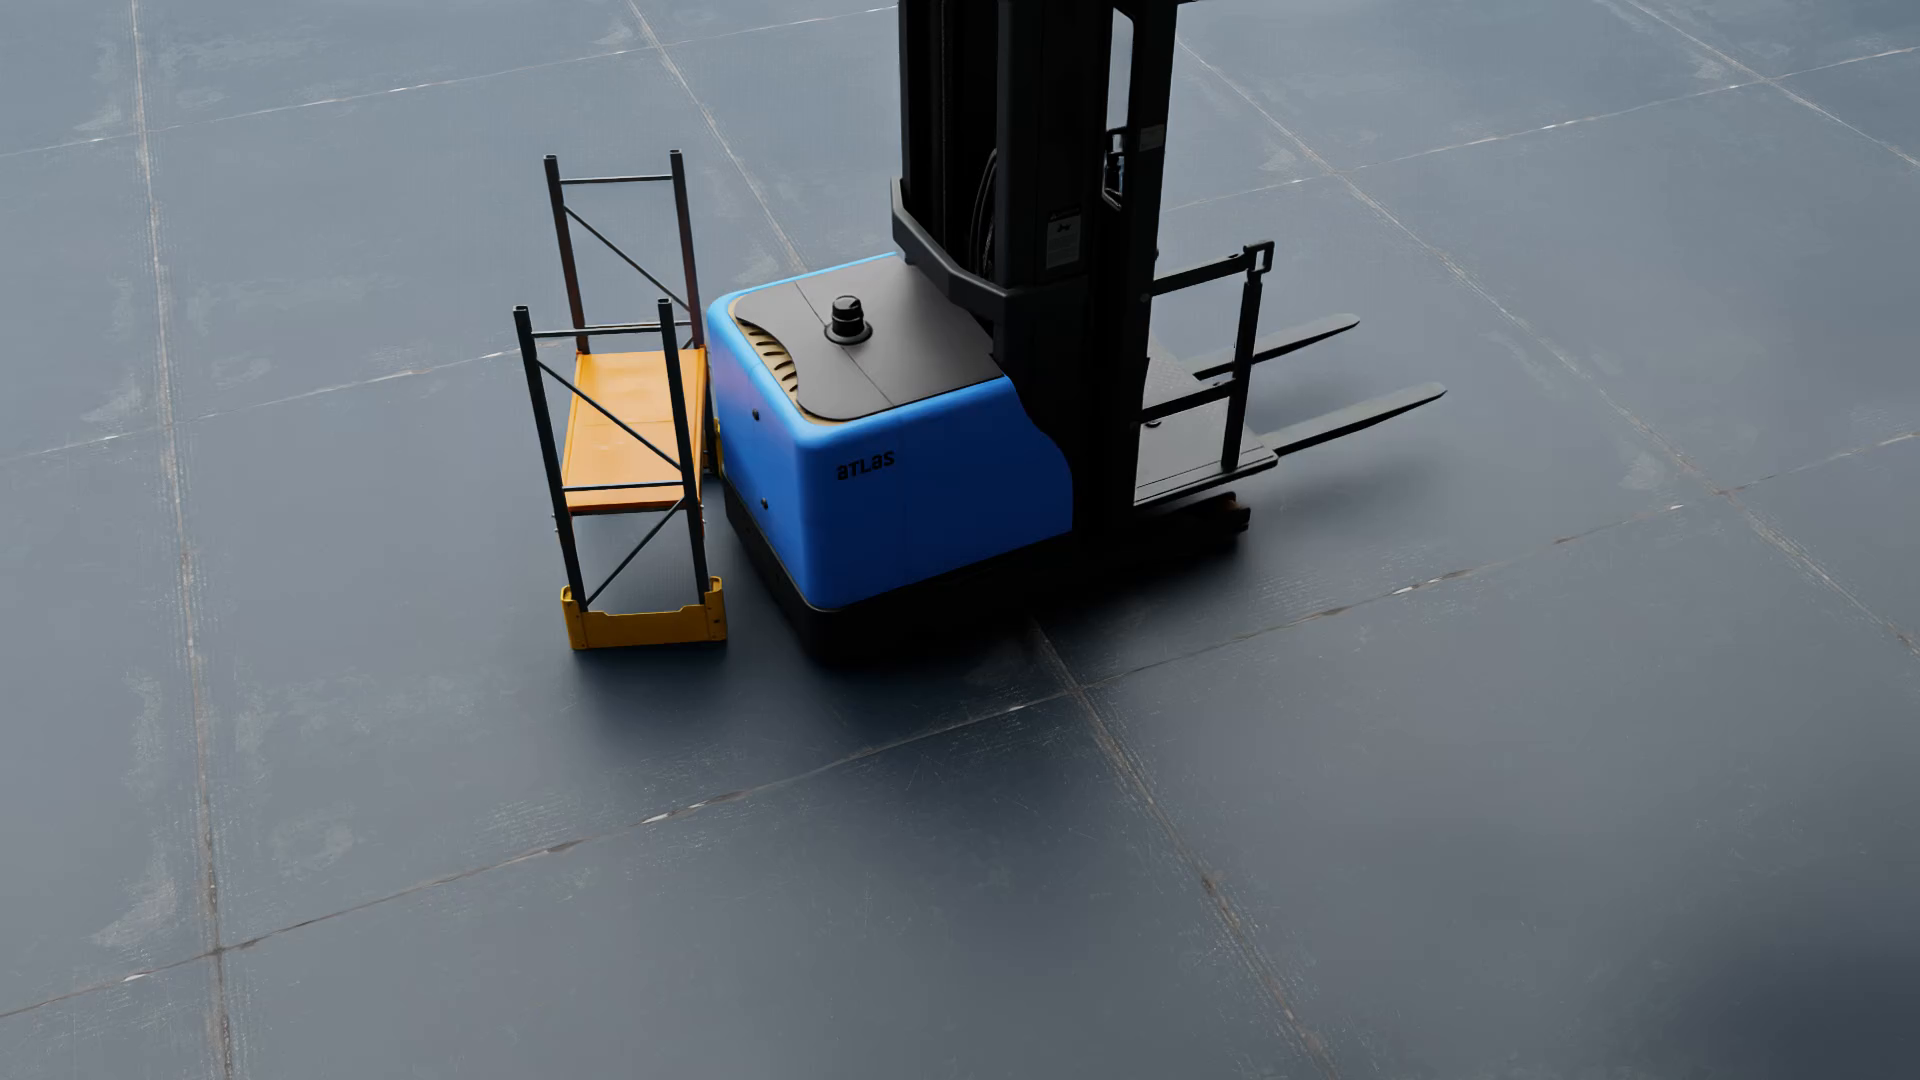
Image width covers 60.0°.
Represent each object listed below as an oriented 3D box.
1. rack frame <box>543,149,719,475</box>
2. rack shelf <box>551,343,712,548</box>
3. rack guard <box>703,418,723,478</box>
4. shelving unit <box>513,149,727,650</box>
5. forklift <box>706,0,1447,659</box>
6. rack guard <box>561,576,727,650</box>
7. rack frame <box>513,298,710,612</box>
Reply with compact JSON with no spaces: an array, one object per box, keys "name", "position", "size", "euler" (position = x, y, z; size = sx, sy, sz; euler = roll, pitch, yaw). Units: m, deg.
[{"name":"rack frame","position":[-1.273,-0.846,6.584],"size":[0.500,1.500,0.032],"euler":[-4,41,-4]},{"name":"rack shelf","position":[-1.225,-0.380,6.317],"size":[0.538,0.185,1.000],"euler":[-4,41,-4]},{"name":"rack guard","position":[-1.273,-0.372,6.990],"size":[0.587,0.250,0.087],"euler":[-4,41,-4]},{"name":"shelving unit","position":[-1.226,-0.522,6.207],"size":[0.587,1.500,1.083],"euler":[-4,41,-4]},{"name":"forklift","position":[0.600,-1.341,6.061],"size":[3.031,2.935,1.130],"euler":[-18,44,-20]},{"name":"rack guard","position":[-1.180,0.275,6.239],"size":[0.587,0.250,0.087],"euler":[-4,41,-4]},{"name":"rack frame","position":[-1.178,-0.186,5.816],"size":[0.500,1.500,0.032],"euler":[-4,41,-4]}]
